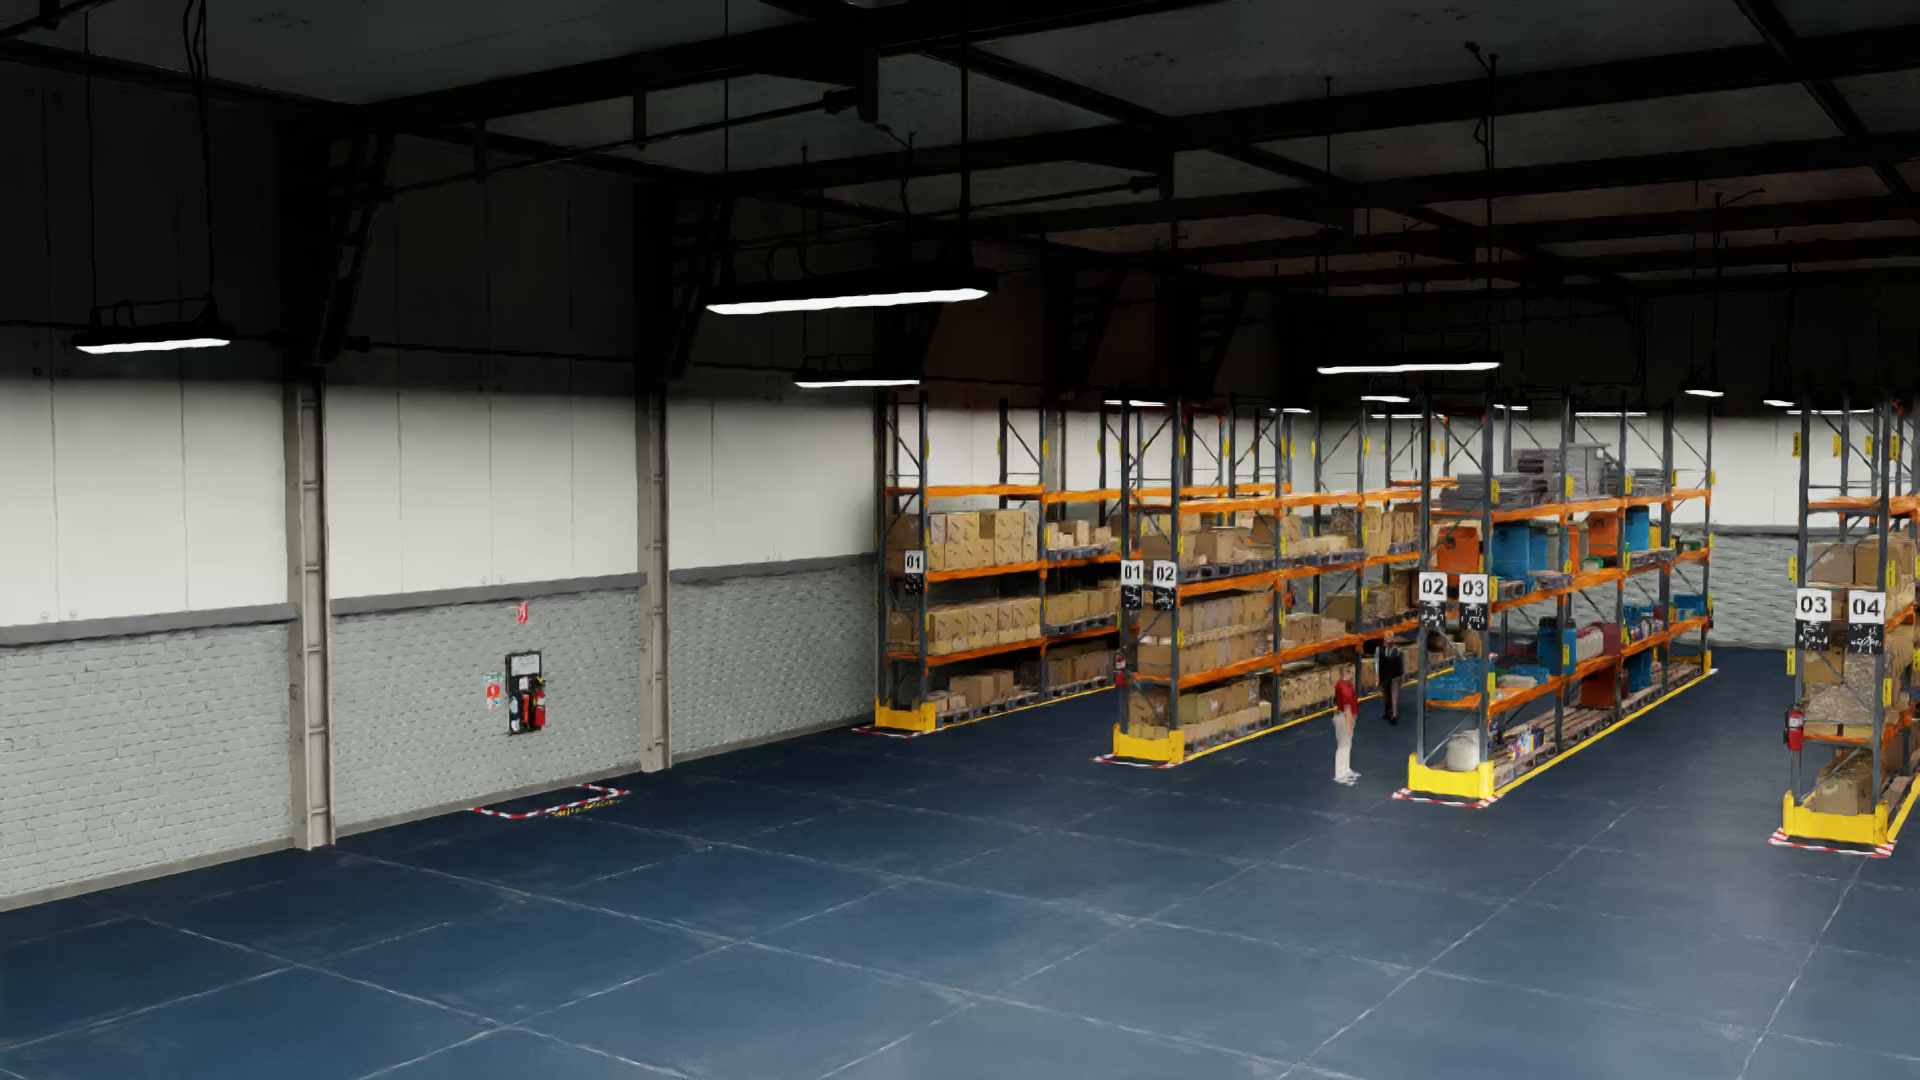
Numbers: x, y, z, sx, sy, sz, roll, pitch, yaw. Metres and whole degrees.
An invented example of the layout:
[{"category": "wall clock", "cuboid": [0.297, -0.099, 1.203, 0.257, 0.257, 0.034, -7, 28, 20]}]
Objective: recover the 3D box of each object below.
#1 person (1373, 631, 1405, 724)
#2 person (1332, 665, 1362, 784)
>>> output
[{"category": "person", "cuboid": [7.806, 2.481, 30.270, 0.537, 1.664, 1.026, 2, 4, 26]}, {"category": "person", "cuboid": [5.820, 2.742, 24.919, 0.449, 1.737, 0.595, 0, 3, 3]}]
